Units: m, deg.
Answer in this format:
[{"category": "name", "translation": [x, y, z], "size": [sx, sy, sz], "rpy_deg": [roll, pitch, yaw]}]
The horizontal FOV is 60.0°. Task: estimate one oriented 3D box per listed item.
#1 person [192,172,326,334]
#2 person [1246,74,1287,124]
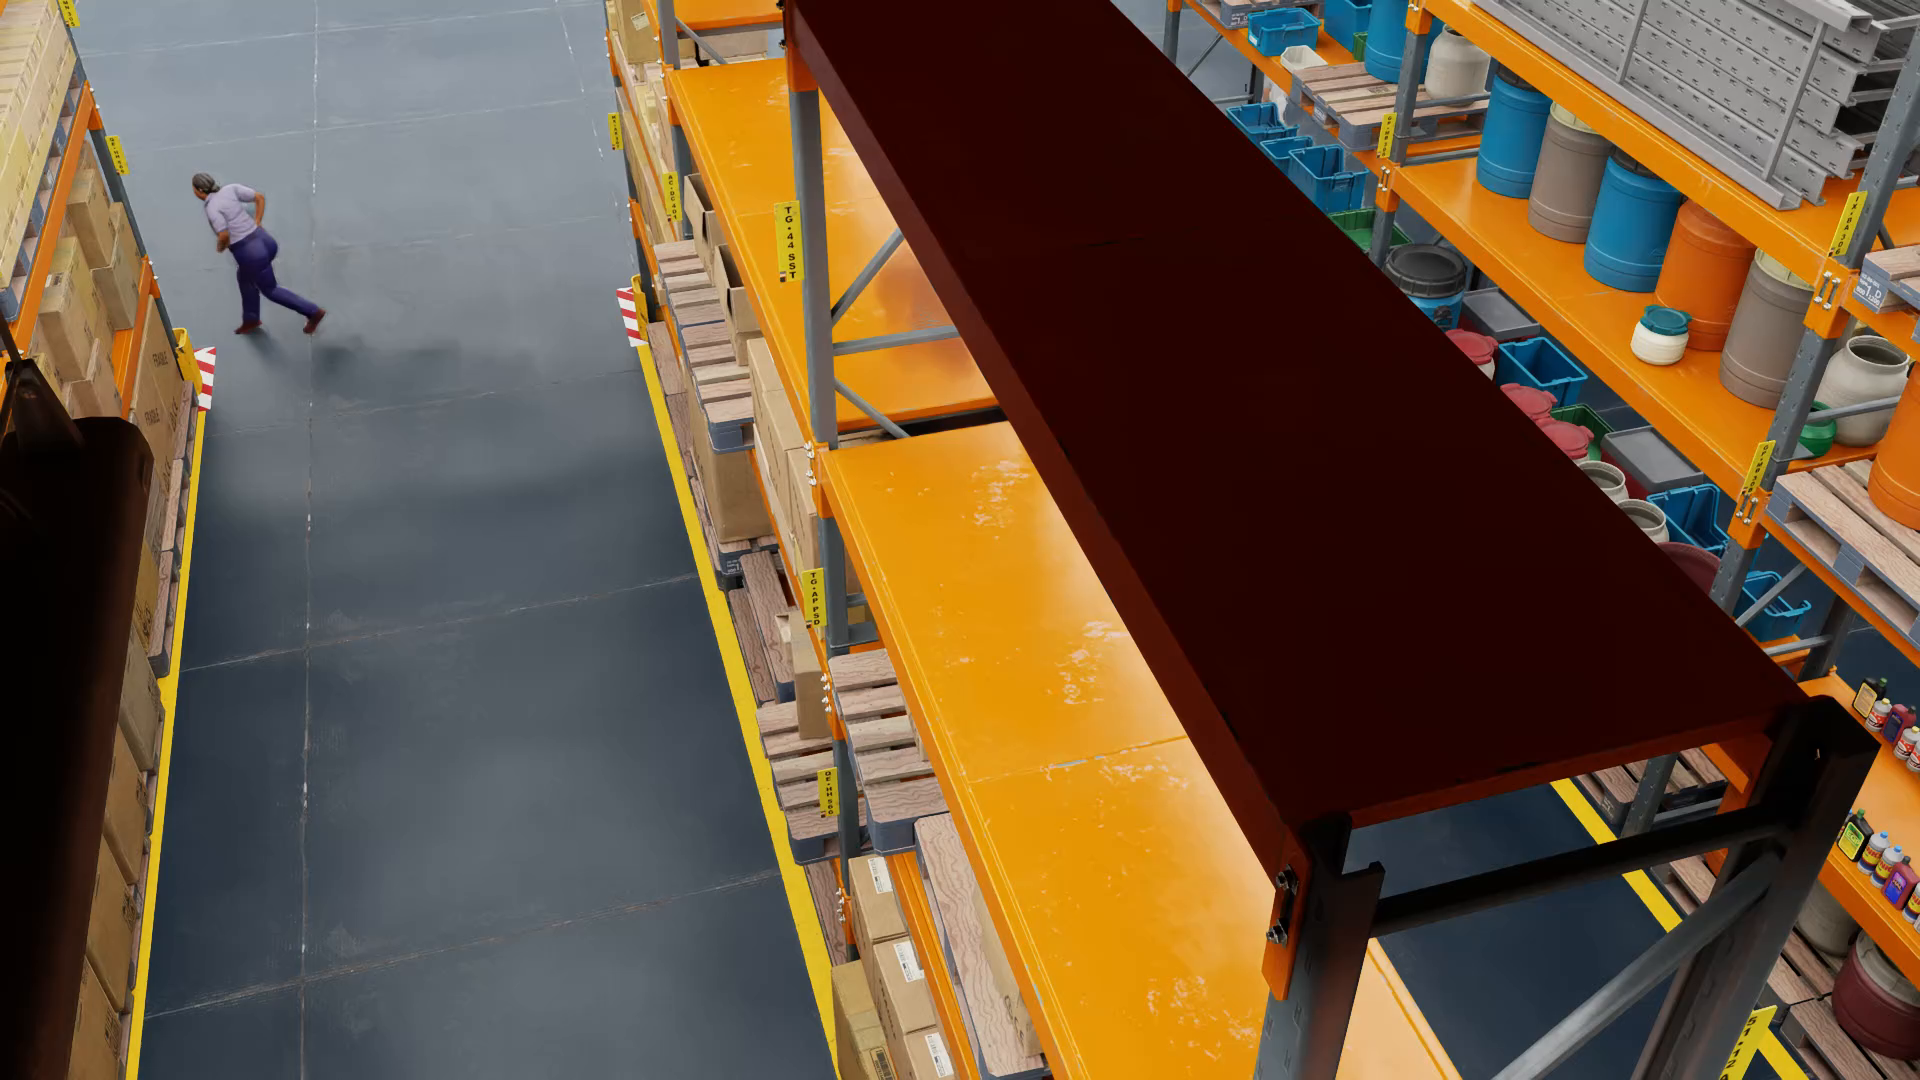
[{"category": "person", "translation": [-6.183, -2.496, 14.755], "size": [0.962, 1.612, 0.640], "rpy_deg": [8, 39, 10]}, {"category": "person", "translation": [3.072, -4.287, 16.823], "size": [0.657, 1.805, 0.721], "rpy_deg": [30, 47, 32]}]
